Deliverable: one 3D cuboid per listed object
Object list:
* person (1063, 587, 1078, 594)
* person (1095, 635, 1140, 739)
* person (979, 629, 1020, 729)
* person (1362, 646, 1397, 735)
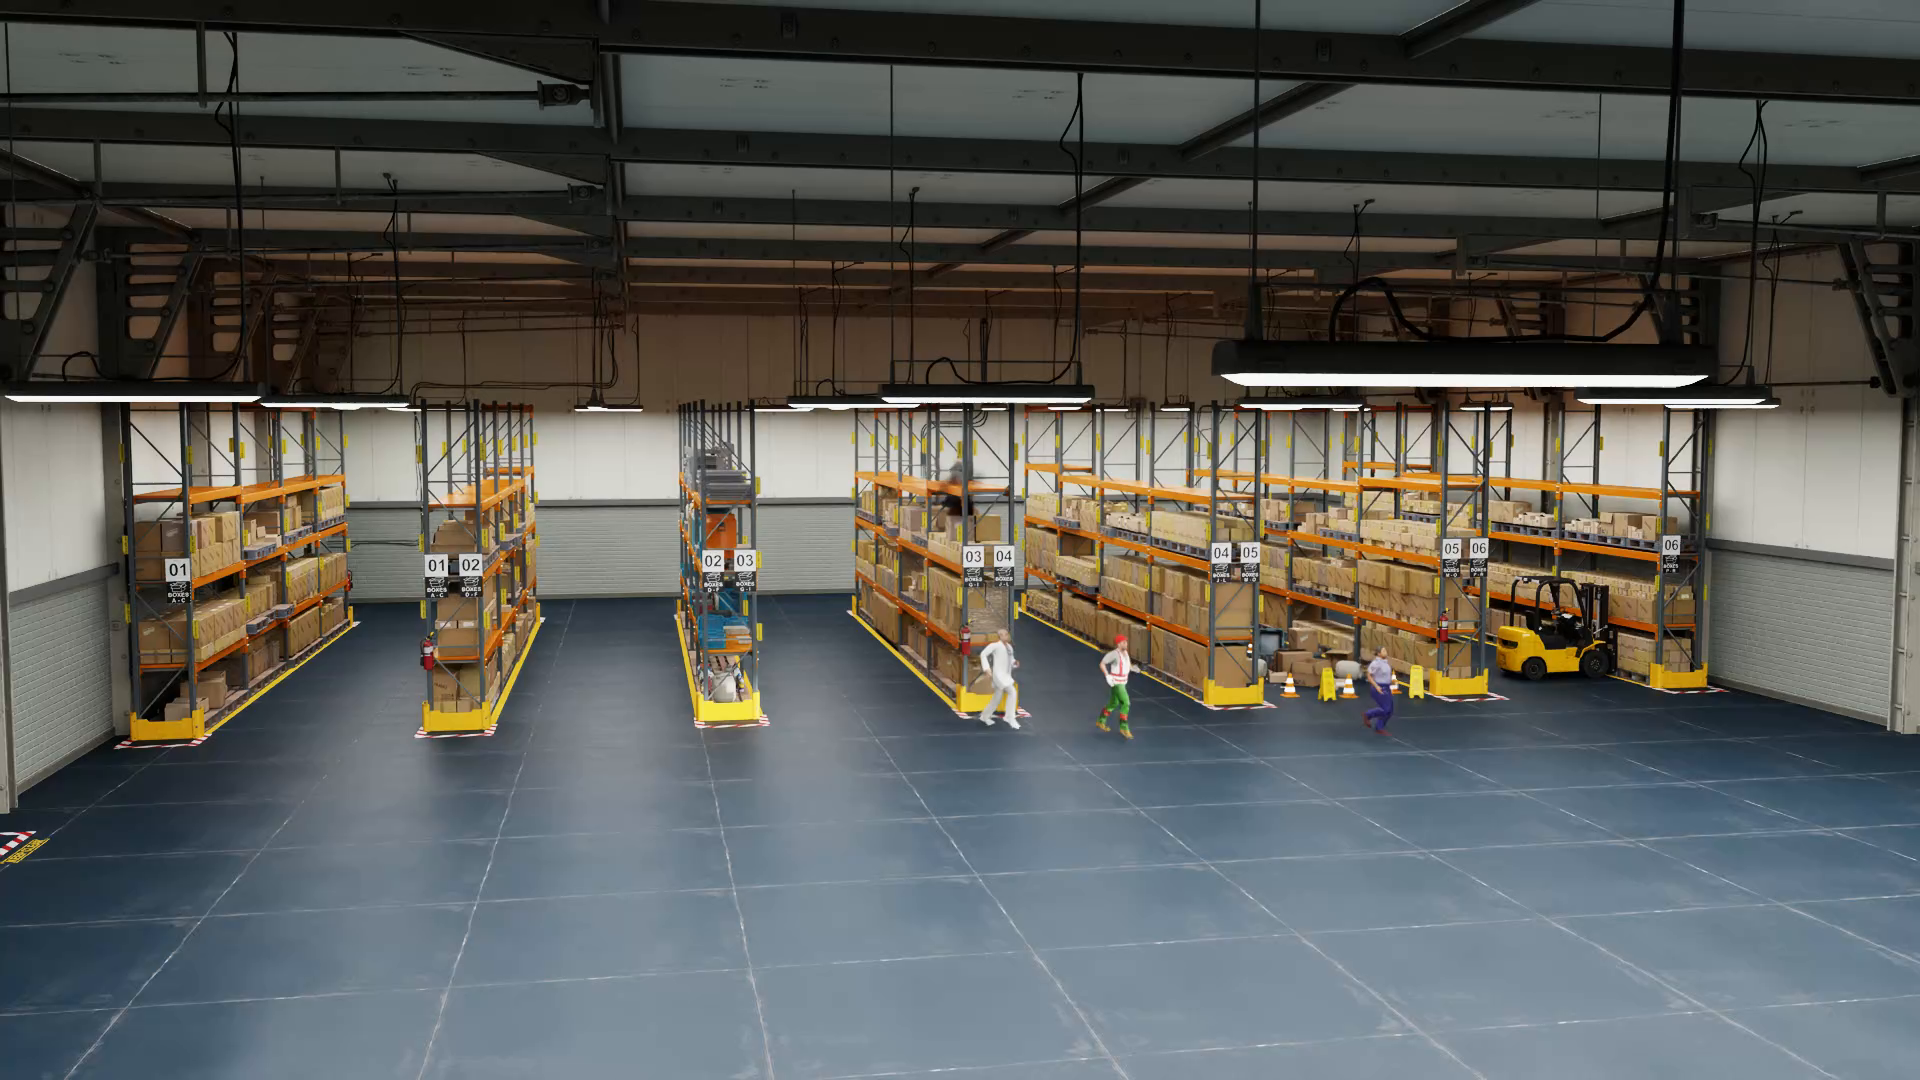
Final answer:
[{"bbox_3d":[3.176,1.145,49.750,0.677,1.642,0.815,-4,6,-43],"label":"person"},{"bbox_3d":[2.791,2.589,29.659,0.814,1.834,0.643,2,5,28],"label":"person"},{"bbox_3d":[0.801,2.524,30.530,0.871,1.766,0.679,2,5,27],"label":"person"},{"bbox_3d":[7.521,2.685,29.786,0.550,1.599,0.615,3,5,36],"label":"person"}]
